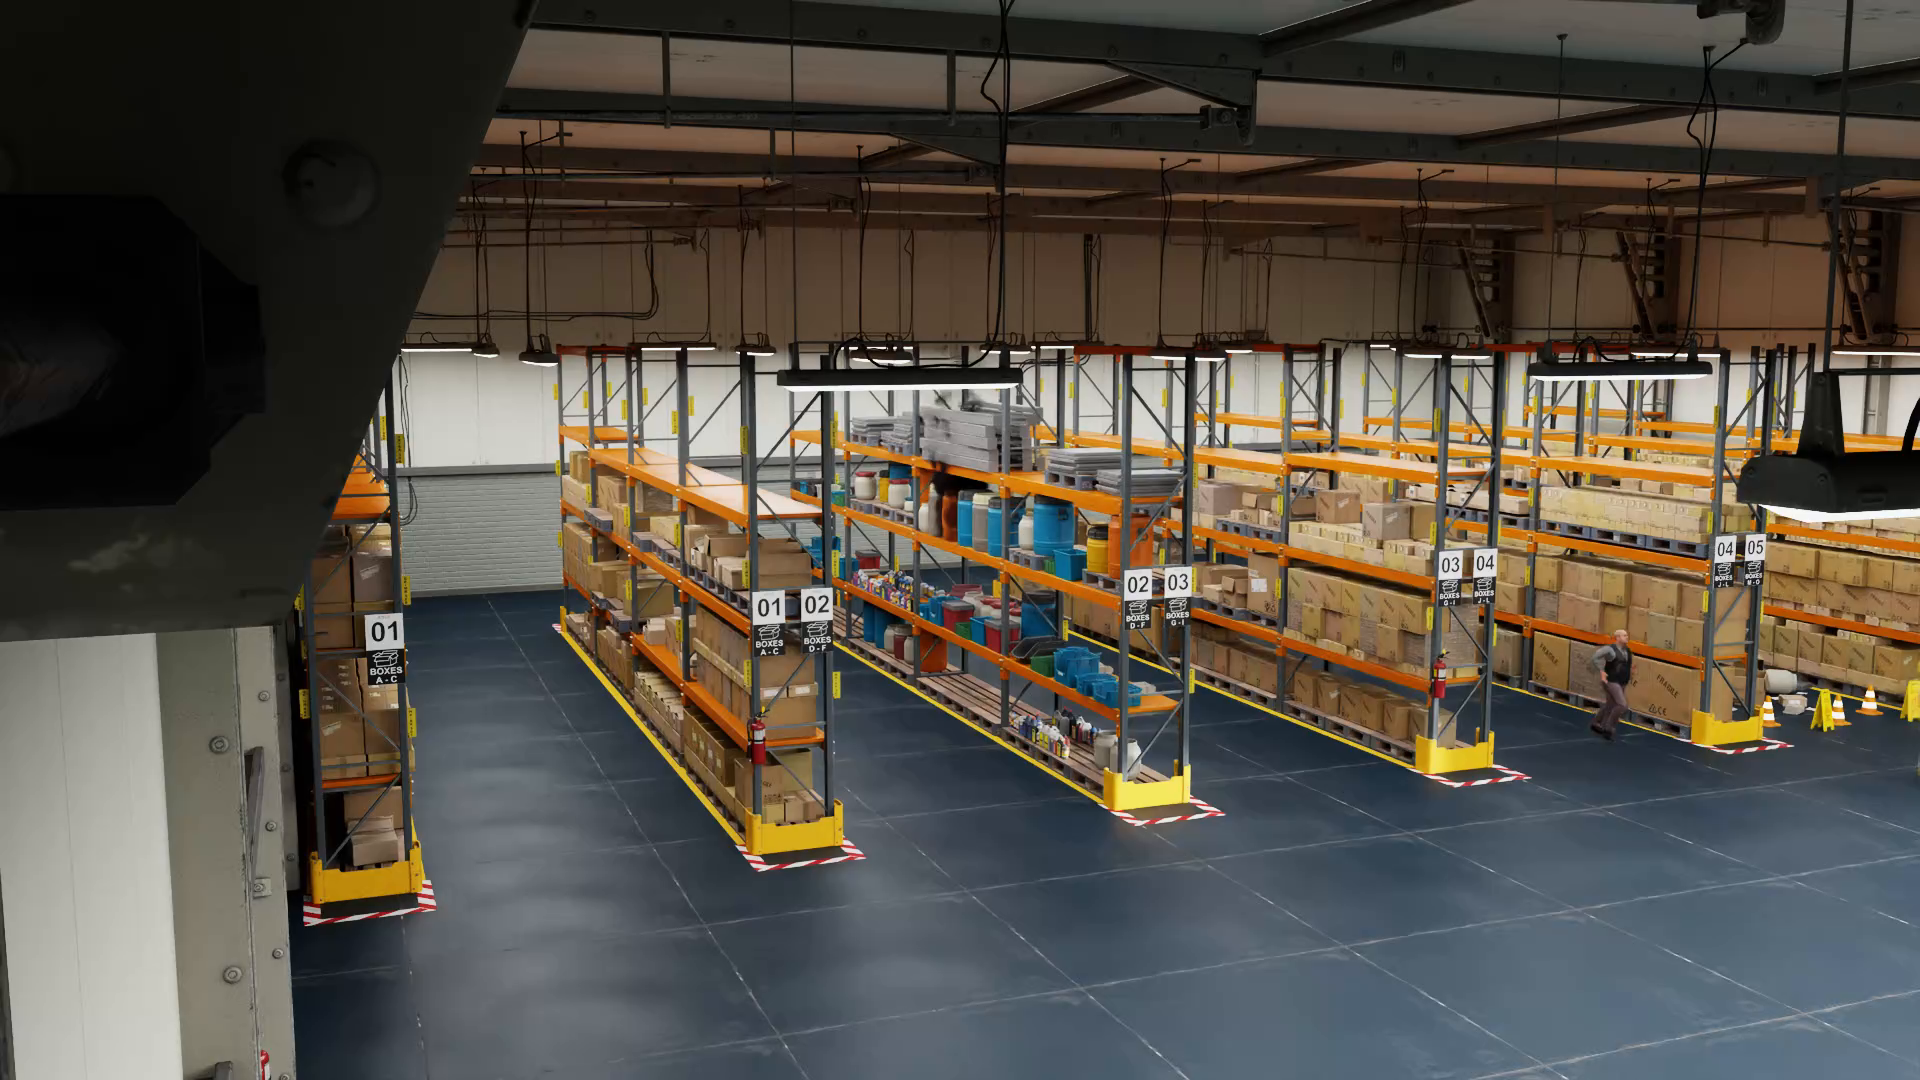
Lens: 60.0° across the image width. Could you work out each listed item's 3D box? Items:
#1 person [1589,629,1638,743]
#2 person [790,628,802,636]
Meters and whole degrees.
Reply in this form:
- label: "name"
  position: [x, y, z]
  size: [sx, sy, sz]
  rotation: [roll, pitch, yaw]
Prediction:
- label: "person"
  position: [10.136, 2.247, 25.746]
  size: [0.638, 1.749, 0.738]
  rotation: [-5, 9, -33]
- label: "person"
  position: [-3.091, 1.695, 29.897]
  size: [0.522, 1.557, 0.810]
  rotation: [-4, 8, -31]
